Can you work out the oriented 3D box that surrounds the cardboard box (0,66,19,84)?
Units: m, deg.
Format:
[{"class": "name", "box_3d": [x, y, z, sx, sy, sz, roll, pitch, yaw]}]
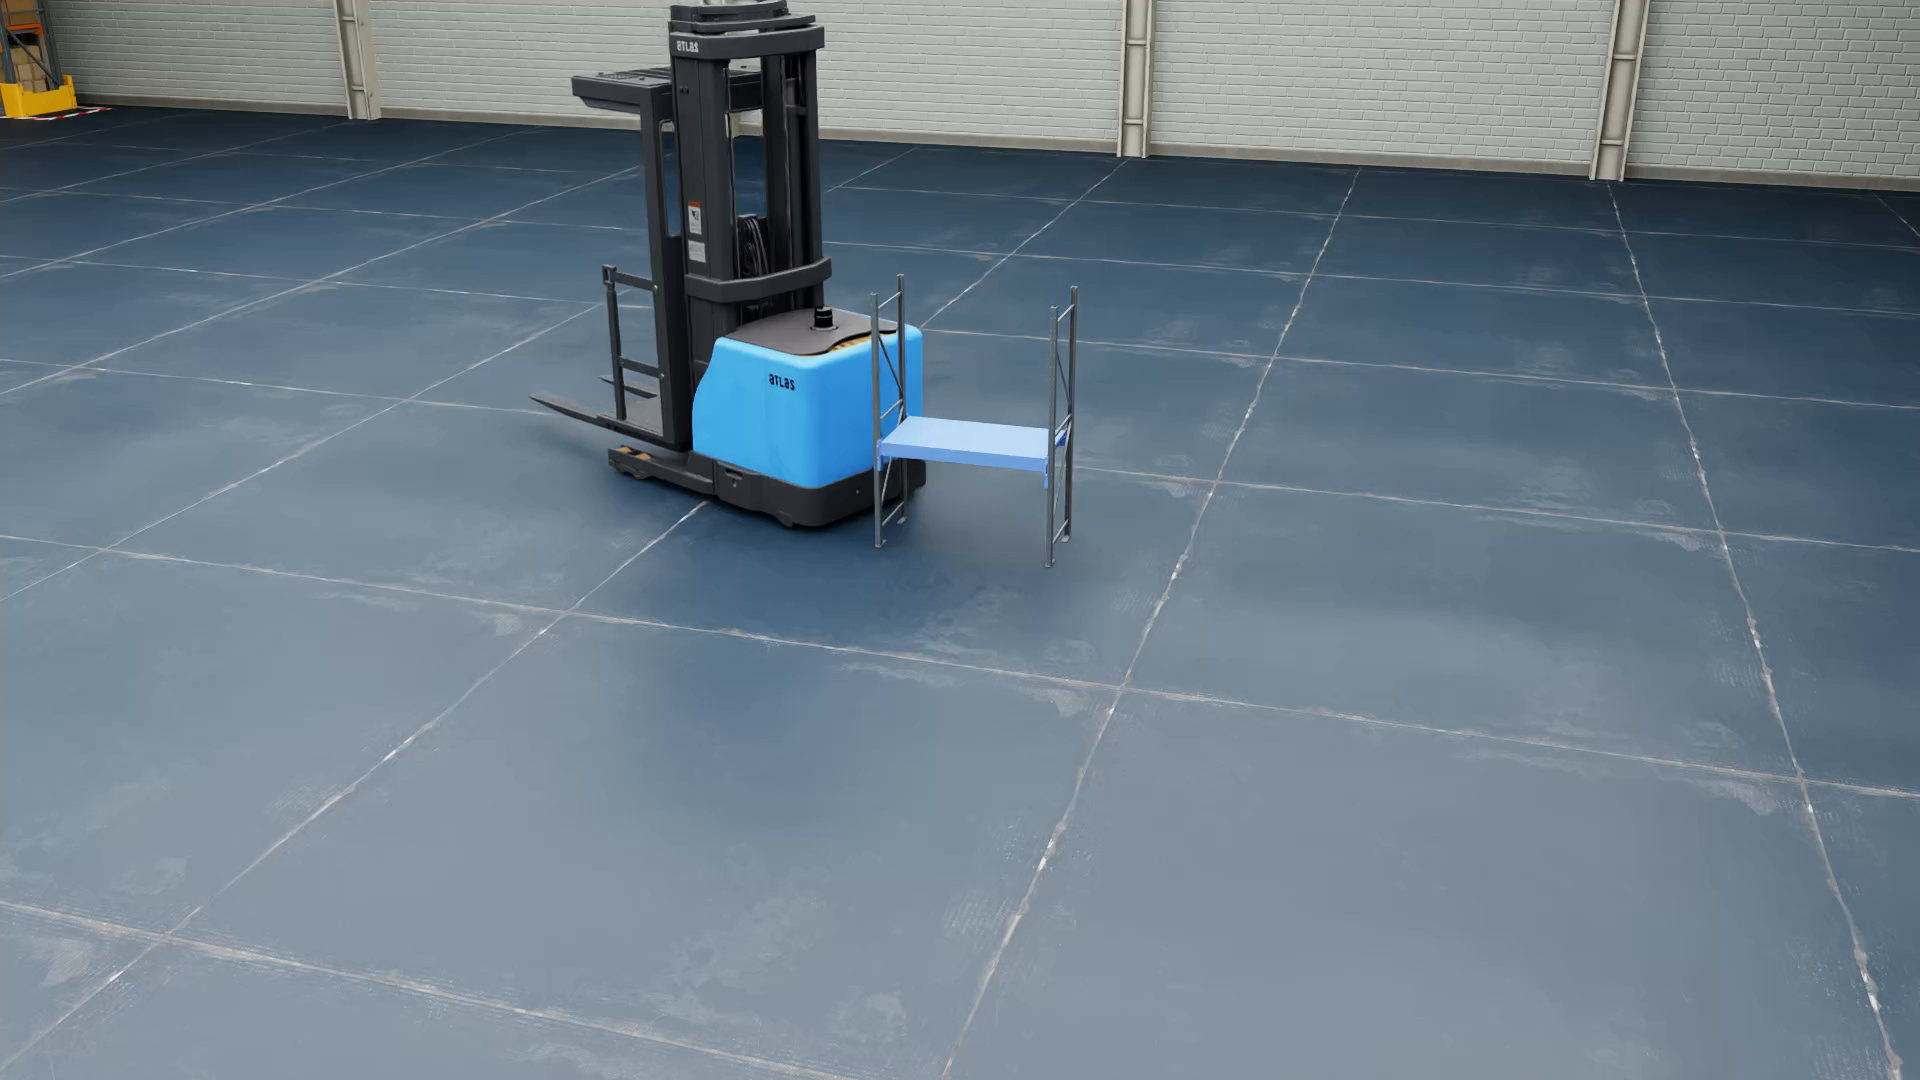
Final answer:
[{"class": "cardboard box", "box_3d": [-15.046, -7.232, 25.859, 0.500, 0.250, 0.500, 6, 23, 15]}]

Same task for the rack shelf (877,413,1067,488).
[{"class": "rack shelf", "box_3d": [0.082, -0.518, 9.531, 1.000, 0.185, 0.538, 7, 23, 16]}]

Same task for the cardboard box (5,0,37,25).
[{"class": "cardboard box", "box_3d": [-14.884, -8.340, 26.018, 0.500, 0.500, 0.500, 7, 23, 17]}]

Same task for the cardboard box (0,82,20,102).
[{"class": "cardboard box", "box_3d": [-15.031, -6.997, 25.946, 0.500, 0.250, 0.500, 7, 23, 16]}]

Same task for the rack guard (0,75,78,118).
[{"class": "rack guard", "box_3d": [-14.467, -6.979, 26.126, 0.348, 0.500, 1.175, 7, 23, 16]}]

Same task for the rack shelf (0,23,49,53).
[{"class": "rack shelf", "box_3d": [-16.405, -8.025, 26.329, 4.000, 0.370, 1.077, 7, 23, 16]}]

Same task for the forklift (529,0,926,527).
[{"class": "forklift", "box_3d": [-1.658, -1.879, 10.489, 3.031, 2.935, 1.130, 18, 29, 37]}]

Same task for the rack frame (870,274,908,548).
[{"class": "rack frame", "box_3d": [-0.405, -0.740, 9.598, 0.032, 1.500, 0.500, 7, 23, 16]}]

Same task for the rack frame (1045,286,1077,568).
[{"class": "rack frame", "box_3d": [0.568, -0.629, 9.327, 0.032, 1.500, 0.500, 7, 23, 16]}]

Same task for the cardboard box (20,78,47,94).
[{"class": "cardboard box", "box_3d": [-14.904, -7.186, 26.405, 0.500, 0.250, 0.500, 7, 23, 16]}]

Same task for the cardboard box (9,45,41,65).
[{"class": "cardboard box", "box_3d": [-14.896, -7.645, 26.207, 0.500, 0.250, 0.500, 6, 23, 15]}]

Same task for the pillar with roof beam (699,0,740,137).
[{"class": "pillar with roof beam", "box_3d": [-4.651, -8.438, 18.484, 0.400, 9.000, 9.100, 7, 23, 16]}]

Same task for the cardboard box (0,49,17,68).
[{"class": "cardboard box", "box_3d": [-15.021, -7.460, 25.757, 0.500, 0.250, 0.500, 7, 23, 17]}]

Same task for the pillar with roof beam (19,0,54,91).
[{"class": "pillar with roof beam", "box_3d": [-16.140, -9.754, 21.691, 0.400, 9.000, 9.100, 7, 23, 16]}]

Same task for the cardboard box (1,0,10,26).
[{"class": "cardboard box", "box_3d": [-15.037, -8.143, 25.538, 0.500, 0.500, 0.500, 6, 23, 14]}]

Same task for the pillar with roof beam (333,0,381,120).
[{"class": "pillar with roof beam", "box_3d": [-10.396, -9.096, 20.088, 0.400, 9.000, 9.100, 7, 23, 16]}]

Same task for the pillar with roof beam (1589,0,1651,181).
[{"class": "pillar with roof beam", "box_3d": [6.837, -7.123, 15.277, 0.400, 9.000, 9.100, 7, 23, 16]}]

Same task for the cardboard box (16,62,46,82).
[{"class": "cardboard box", "box_3d": [-14.880, -7.419, 26.315, 0.500, 0.250, 0.500, 7, 23, 16]}]

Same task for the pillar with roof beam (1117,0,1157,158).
[{"class": "pillar with roof beam", "box_3d": [1.093, -7.781, 16.881, 0.400, 9.000, 9.100, 7, 23, 16]}]

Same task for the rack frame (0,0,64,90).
[{"class": "rack frame", "box_3d": [-14.490, -8.139, 25.658, 0.127, 3.000, 1.000, 7, 23, 16]}]

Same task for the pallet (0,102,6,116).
[{"class": "pallet", "box_3d": [-15.234, -6.917, 26.355, 1.213, 0.211, 1.003, 7, 23, 16]}]

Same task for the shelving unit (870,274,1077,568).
[{"class": "shelving unit", "box_3d": [0.082, -0.685, 9.463, 1.048, 1.500, 0.538, 7, 23, 16]}]
